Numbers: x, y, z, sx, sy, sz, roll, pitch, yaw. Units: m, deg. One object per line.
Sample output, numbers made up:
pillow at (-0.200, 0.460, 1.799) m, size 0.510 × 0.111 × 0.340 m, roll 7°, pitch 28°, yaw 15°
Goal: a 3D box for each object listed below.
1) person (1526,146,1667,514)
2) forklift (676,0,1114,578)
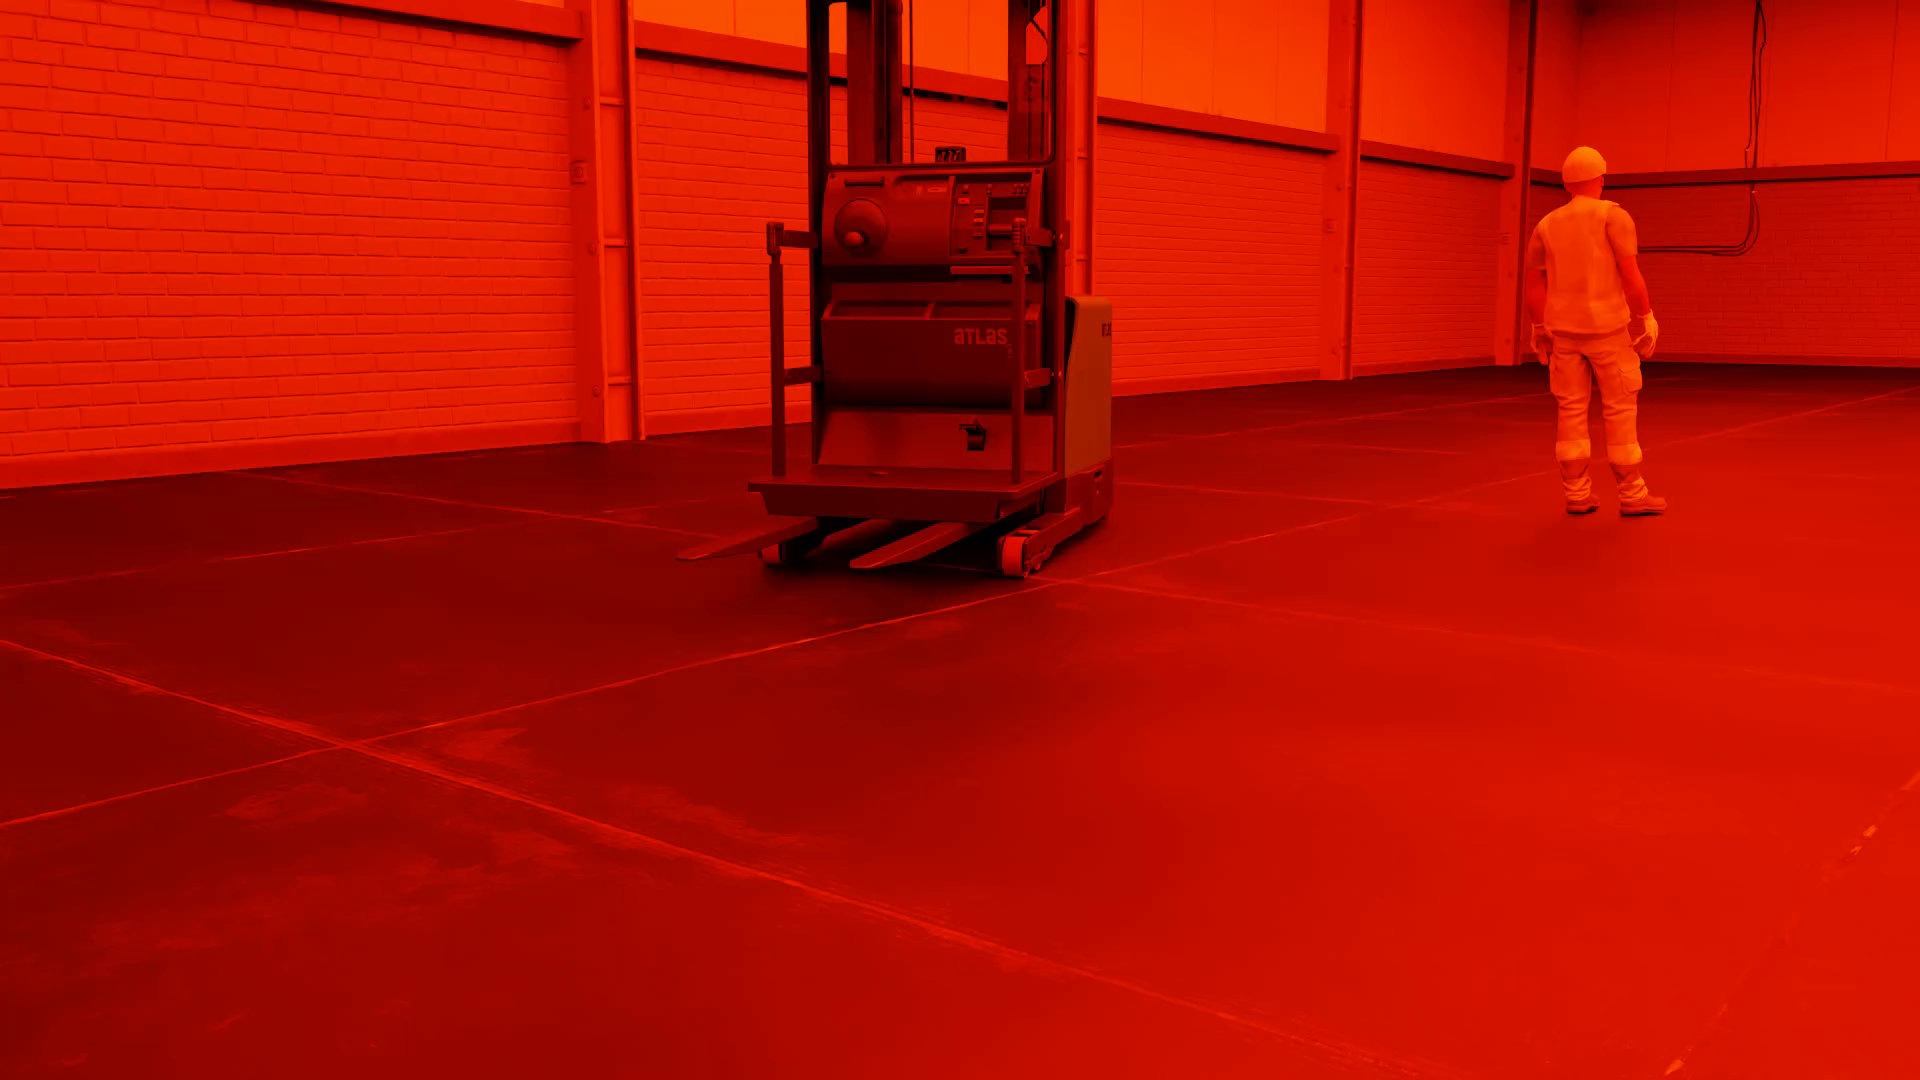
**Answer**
person at (3.160, -1.035, 8.244) m, size 0.564 × 1.787 × 0.637 m, roll -8°, pitch 11°, yaw -42°
forklift at (-0.176, -1.366, 6.616) m, size 1.130 × 2.935 × 3.031 m, roll 3°, pitch 9°, yaw 17°
